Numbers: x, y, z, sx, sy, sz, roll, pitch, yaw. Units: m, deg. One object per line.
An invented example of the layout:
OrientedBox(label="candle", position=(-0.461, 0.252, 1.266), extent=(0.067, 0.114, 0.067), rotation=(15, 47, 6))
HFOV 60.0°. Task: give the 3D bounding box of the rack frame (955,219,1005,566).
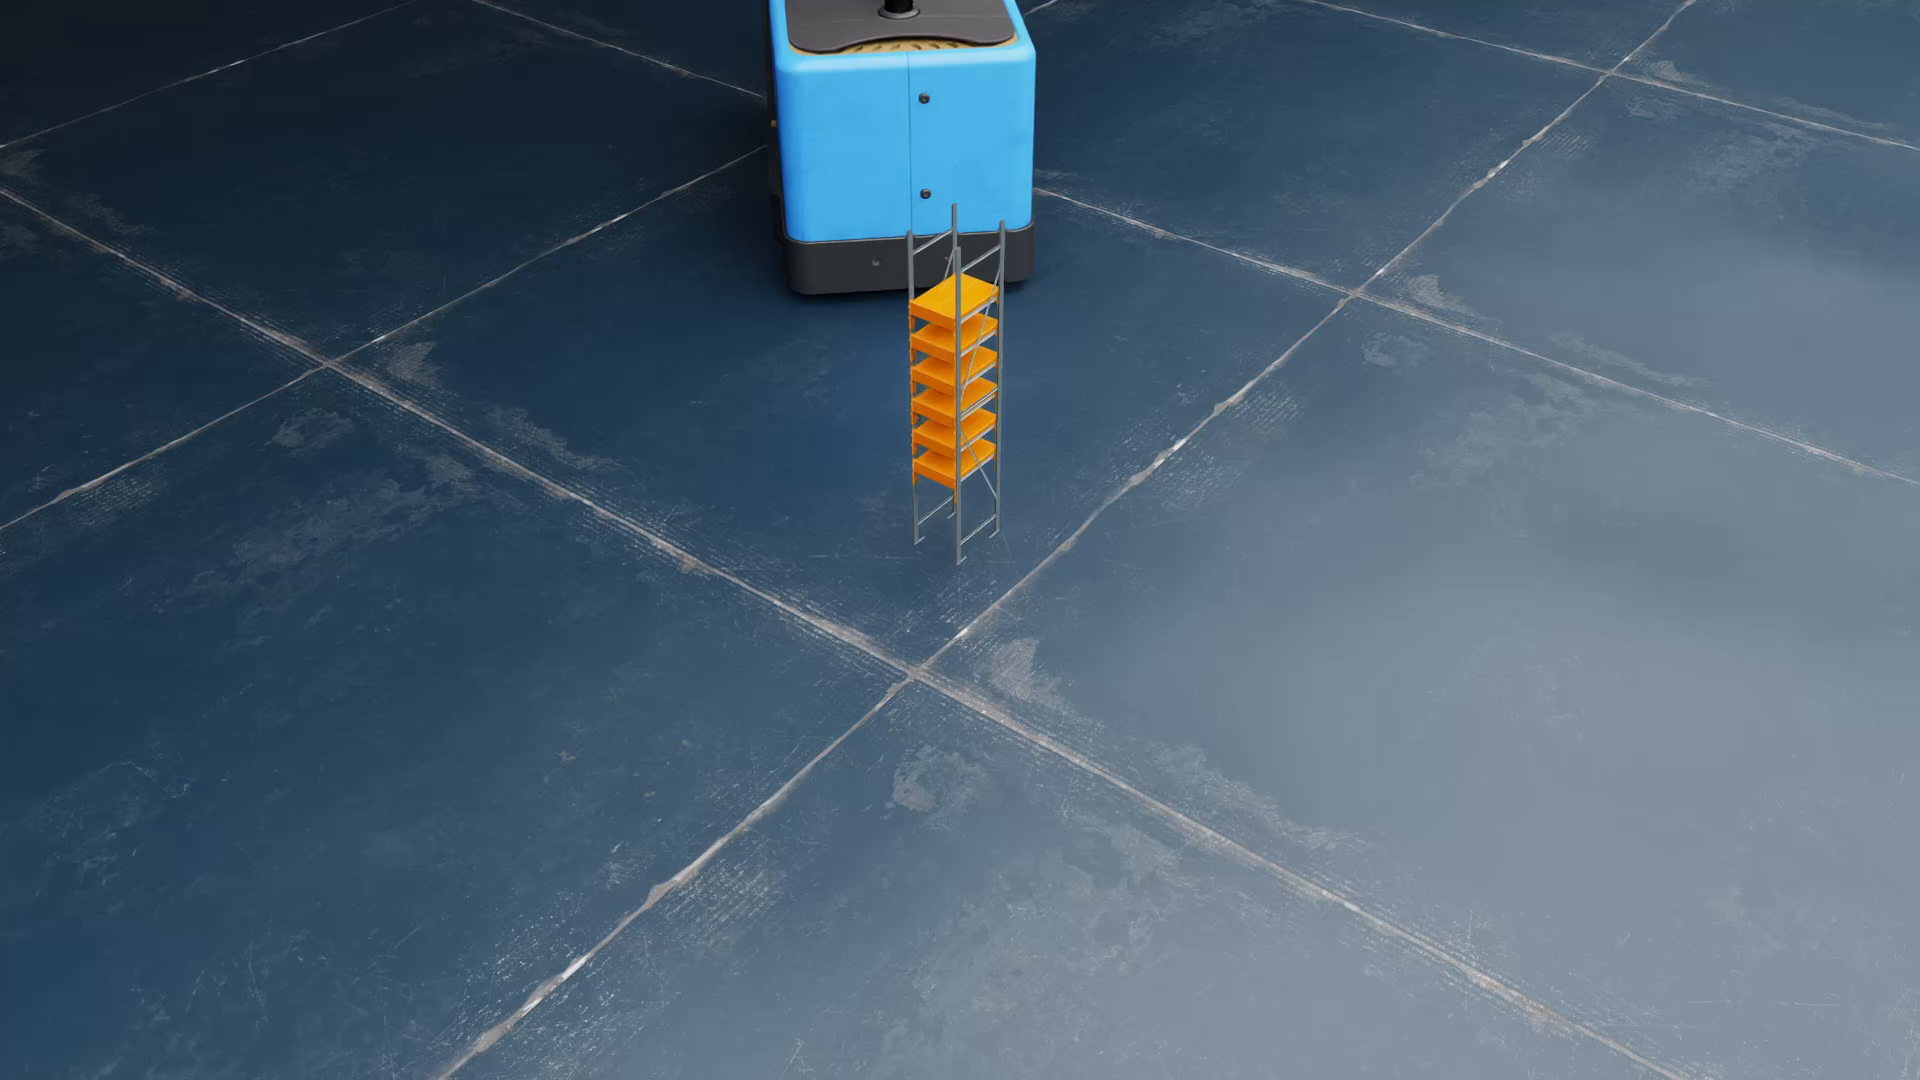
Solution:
OrientedBox(label="rack frame", position=(0.061, -0.444, 5.343), extent=(0.006, 1.200, 0.240), rotation=(25, 45, 29))

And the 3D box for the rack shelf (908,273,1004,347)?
OrientedBox(label="rack shelf", position=(-0.011, -0.726, 5.193), extent=(0.180, 0.103, 0.258), rotation=(25, 45, 29))

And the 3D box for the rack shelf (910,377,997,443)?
OrientedBox(label="rack shelf", position=(-0.011, -0.443, 5.414), extent=(0.180, 0.103, 0.258), rotation=(25, 45, 29))

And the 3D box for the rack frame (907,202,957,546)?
OrientedBox(label="rack frame", position=(-0.084, -0.512, 5.431), extent=(0.006, 1.200, 0.240), rotation=(25, 45, 29))

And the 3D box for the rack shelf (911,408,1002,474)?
OrientedBox(label="rack shelf", position=(-0.011, -0.348, 5.488), extent=(0.180, 0.103, 0.258), rotation=(25, 45, 29))

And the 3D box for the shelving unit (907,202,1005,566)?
OrientedBox(label="shelving unit", position=(-0.011, -0.478, 5.387), extent=(0.189, 1.200, 0.258), rotation=(25, 45, 29))

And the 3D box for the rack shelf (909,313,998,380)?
OrientedBox(label="rack shelf", position=(-0.011, -0.632, 5.266), extent=(0.180, 0.103, 0.258), rotation=(25, 45, 29))

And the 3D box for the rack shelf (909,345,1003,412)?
OrientedBox(label="rack shelf", position=(-0.011, -0.537, 5.340), extent=(0.180, 0.103, 0.258), rotation=(25, 45, 29))

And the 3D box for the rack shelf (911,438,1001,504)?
OrientedBox(label="rack shelf", position=(-0.011, -0.254, 5.562), extent=(0.180, 0.103, 0.258), rotation=(25, 45, 29))

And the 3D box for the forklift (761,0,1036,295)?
OrientedBox(label="forklift", position=(-0.385, -3.080, 7.306), extent=(1.130, 2.935, 3.031), rotation=(-4, 38, -6))
